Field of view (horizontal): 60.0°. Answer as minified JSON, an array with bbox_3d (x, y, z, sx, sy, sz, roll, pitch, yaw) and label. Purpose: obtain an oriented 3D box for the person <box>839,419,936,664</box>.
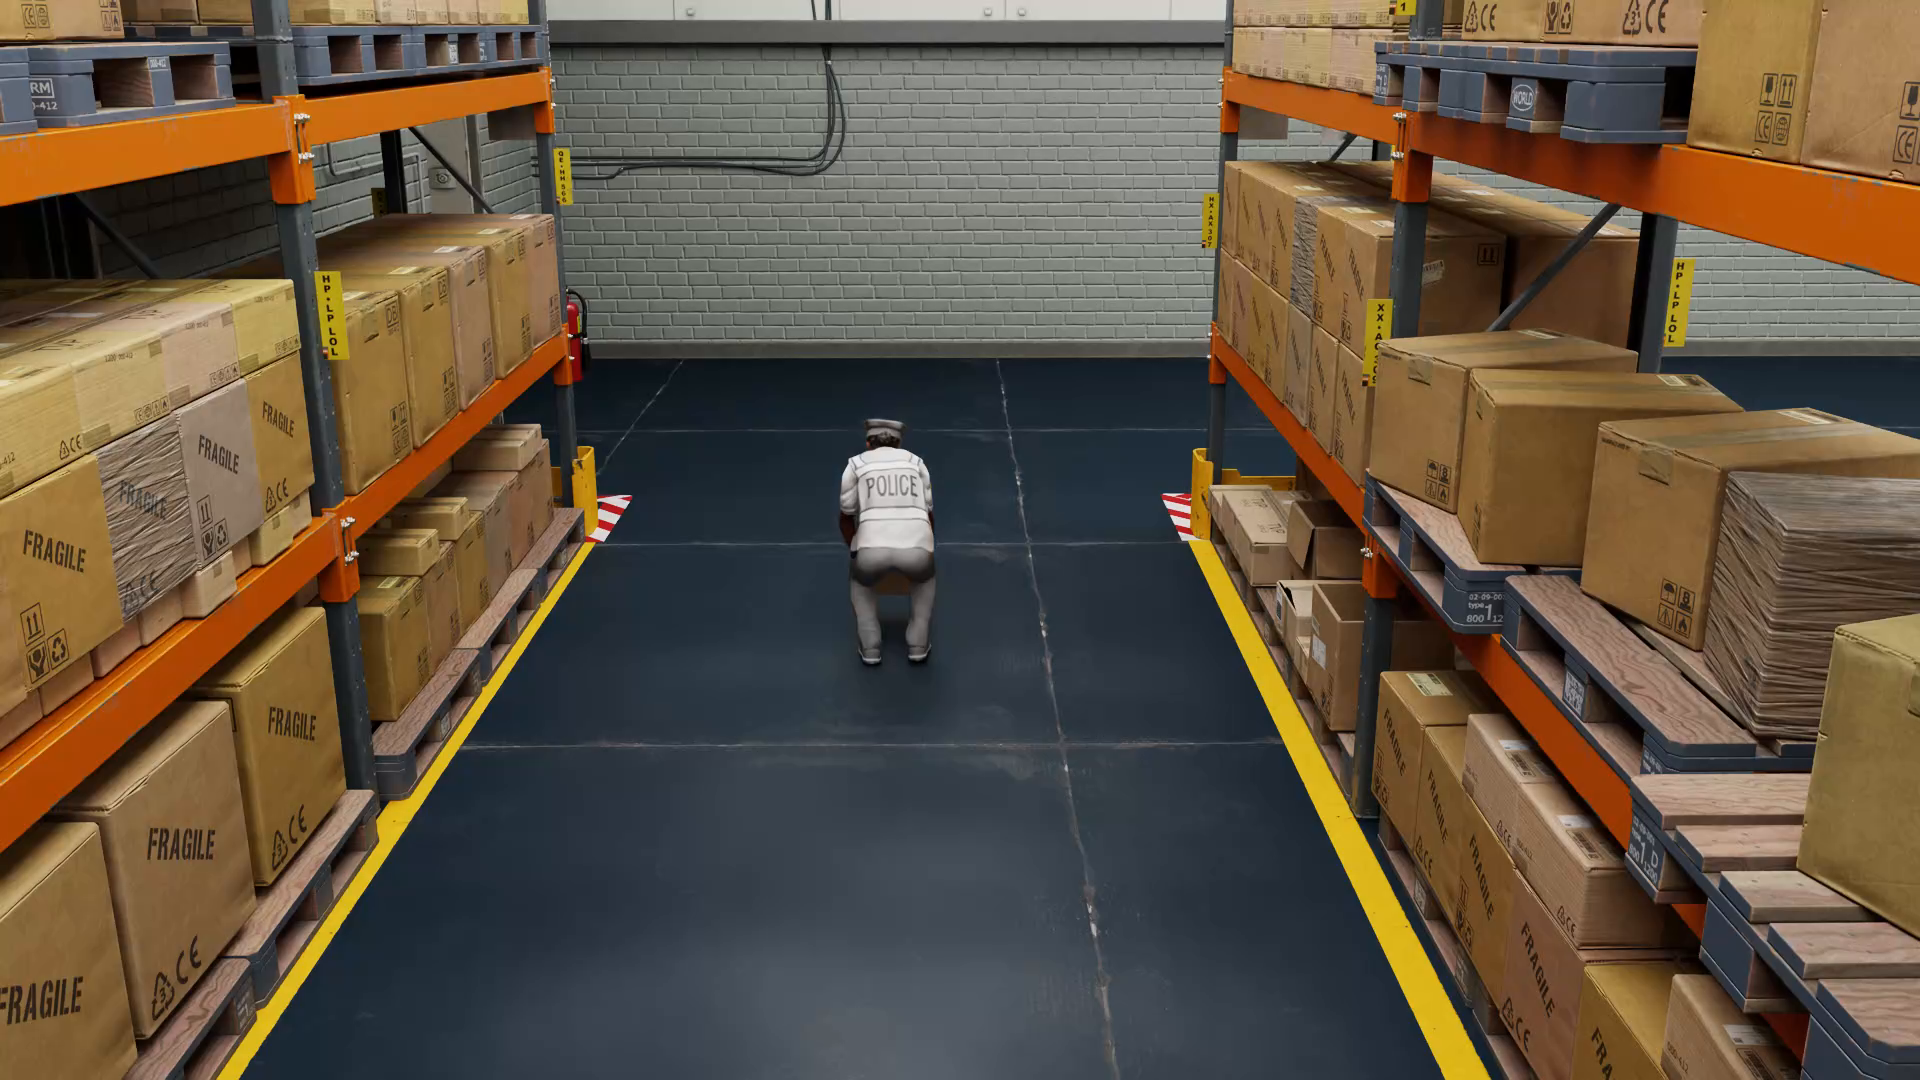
[{"bbox_3d":[-0.368,0.009,8.360,0.496,1.170,0.805,0,17,-1],"label":"person"}]
